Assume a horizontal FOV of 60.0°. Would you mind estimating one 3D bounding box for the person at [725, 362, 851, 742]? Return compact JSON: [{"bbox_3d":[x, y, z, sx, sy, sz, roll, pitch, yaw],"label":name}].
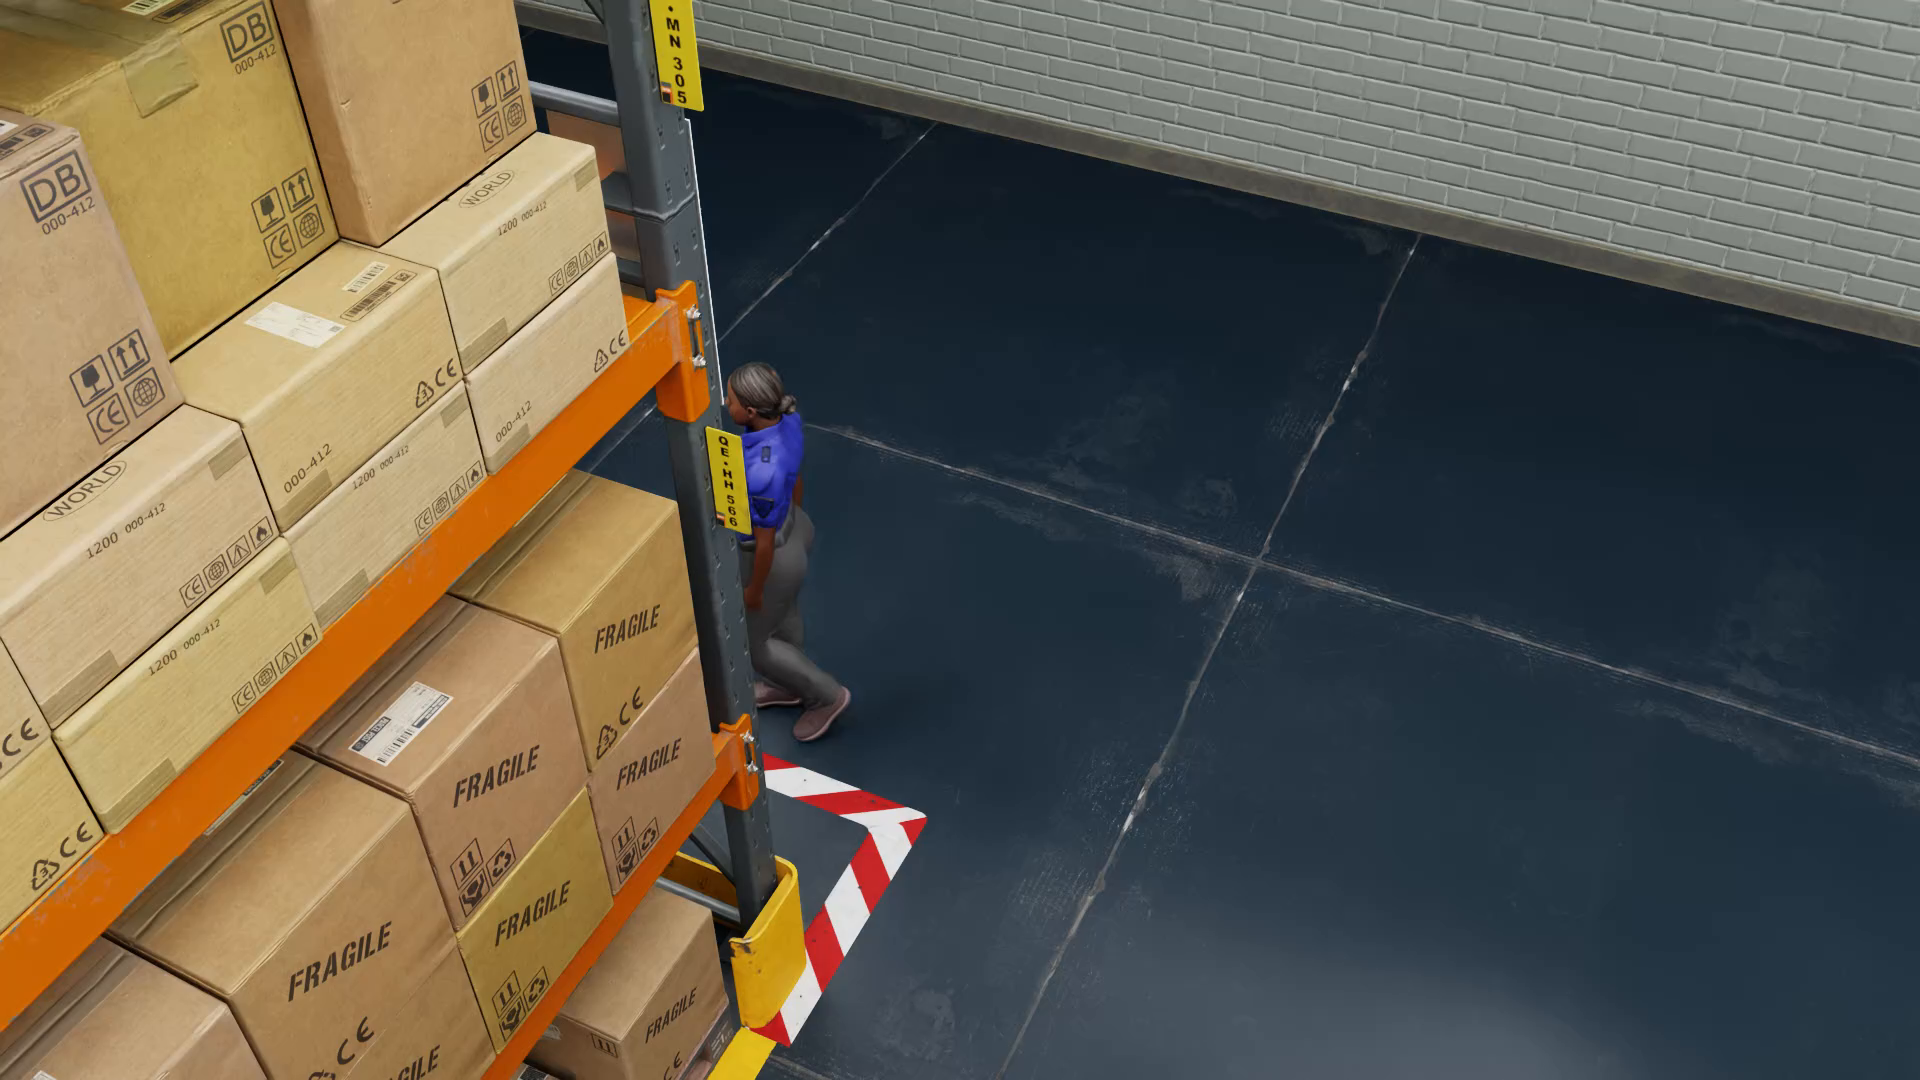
[{"bbox_3d":[-0.666,0.049,6.102,0.505,1.673,0.463,3,42,3],"label":"person"}]
